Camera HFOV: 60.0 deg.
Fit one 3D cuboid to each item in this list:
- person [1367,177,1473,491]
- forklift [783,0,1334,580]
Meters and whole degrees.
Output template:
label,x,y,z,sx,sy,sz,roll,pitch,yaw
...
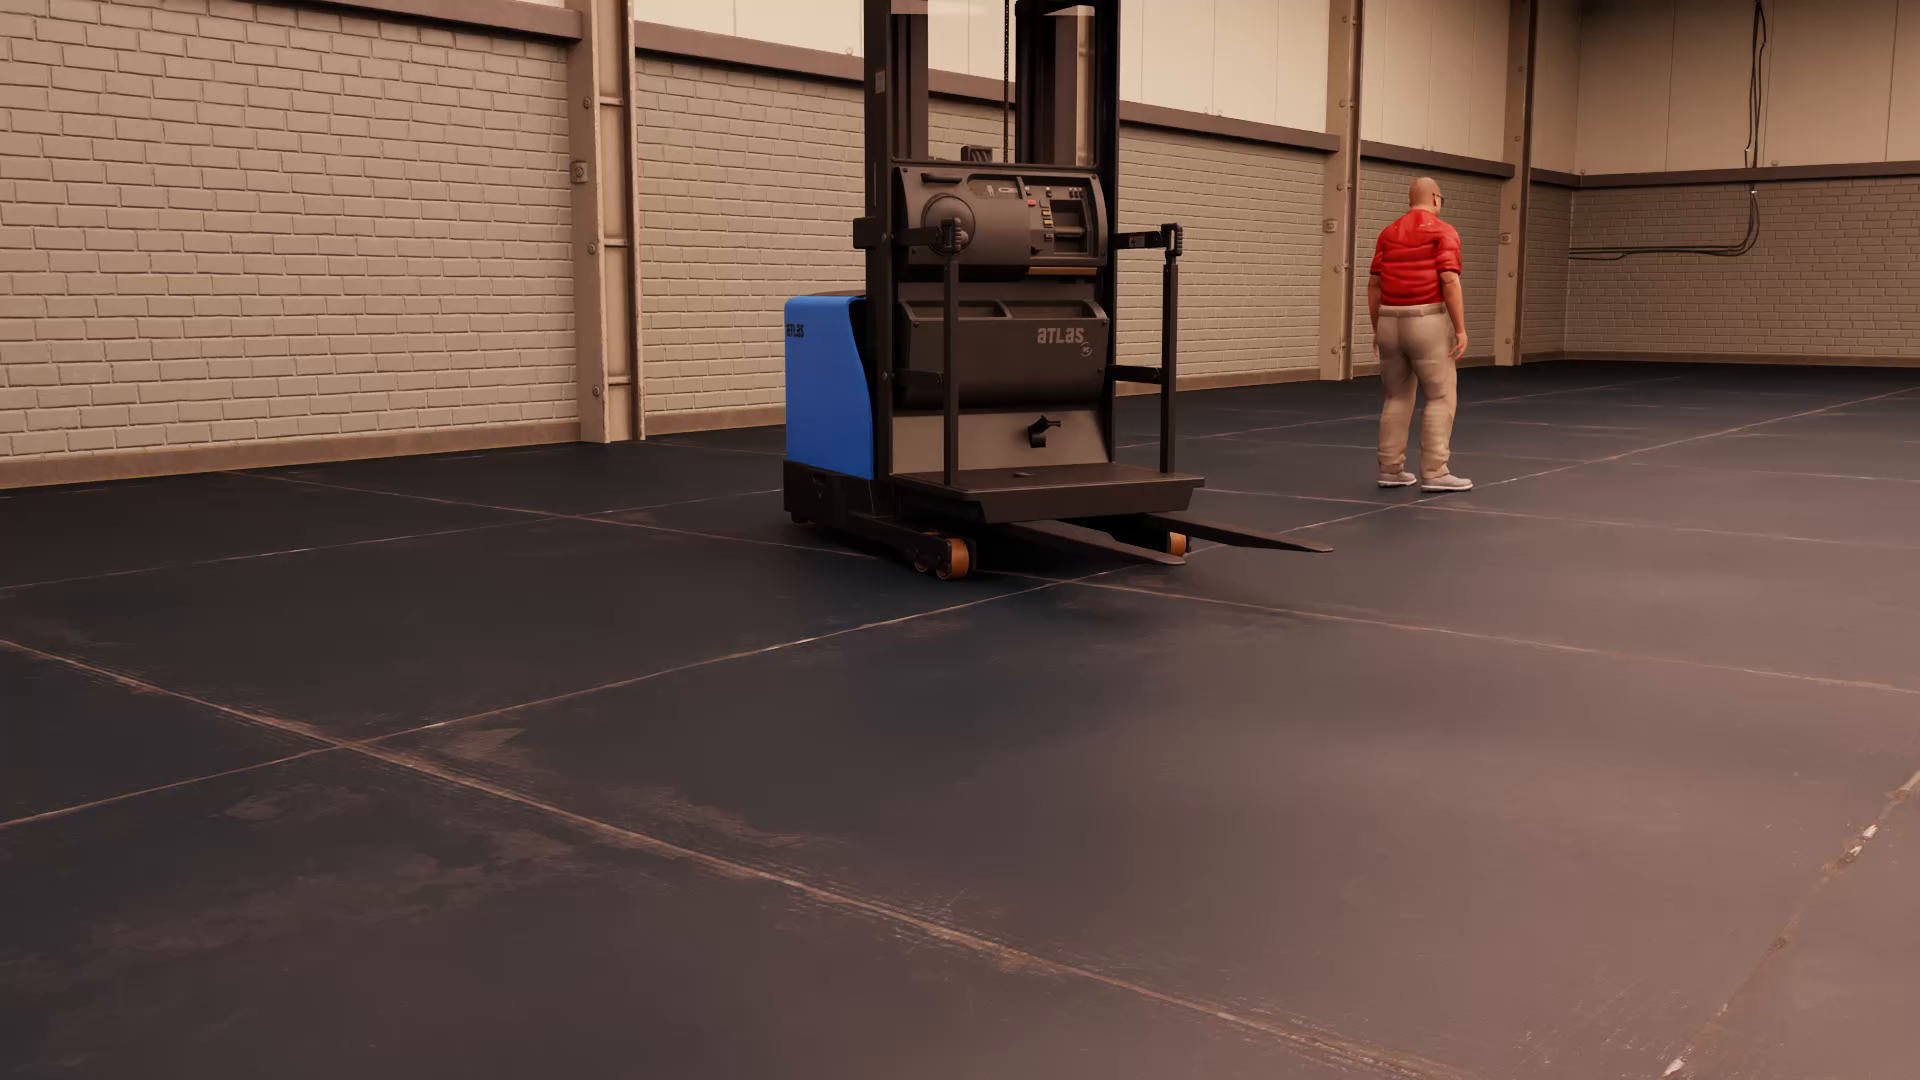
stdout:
label,x,y,z,sx,sy,sz,roll,pitch,yaw
person,2.561,-1.149,9.291,0.399,1.726,0.604,-7,11,-40
forklift,0.284,-1.370,6.643,1.130,2.935,3.031,-4,9,-27
